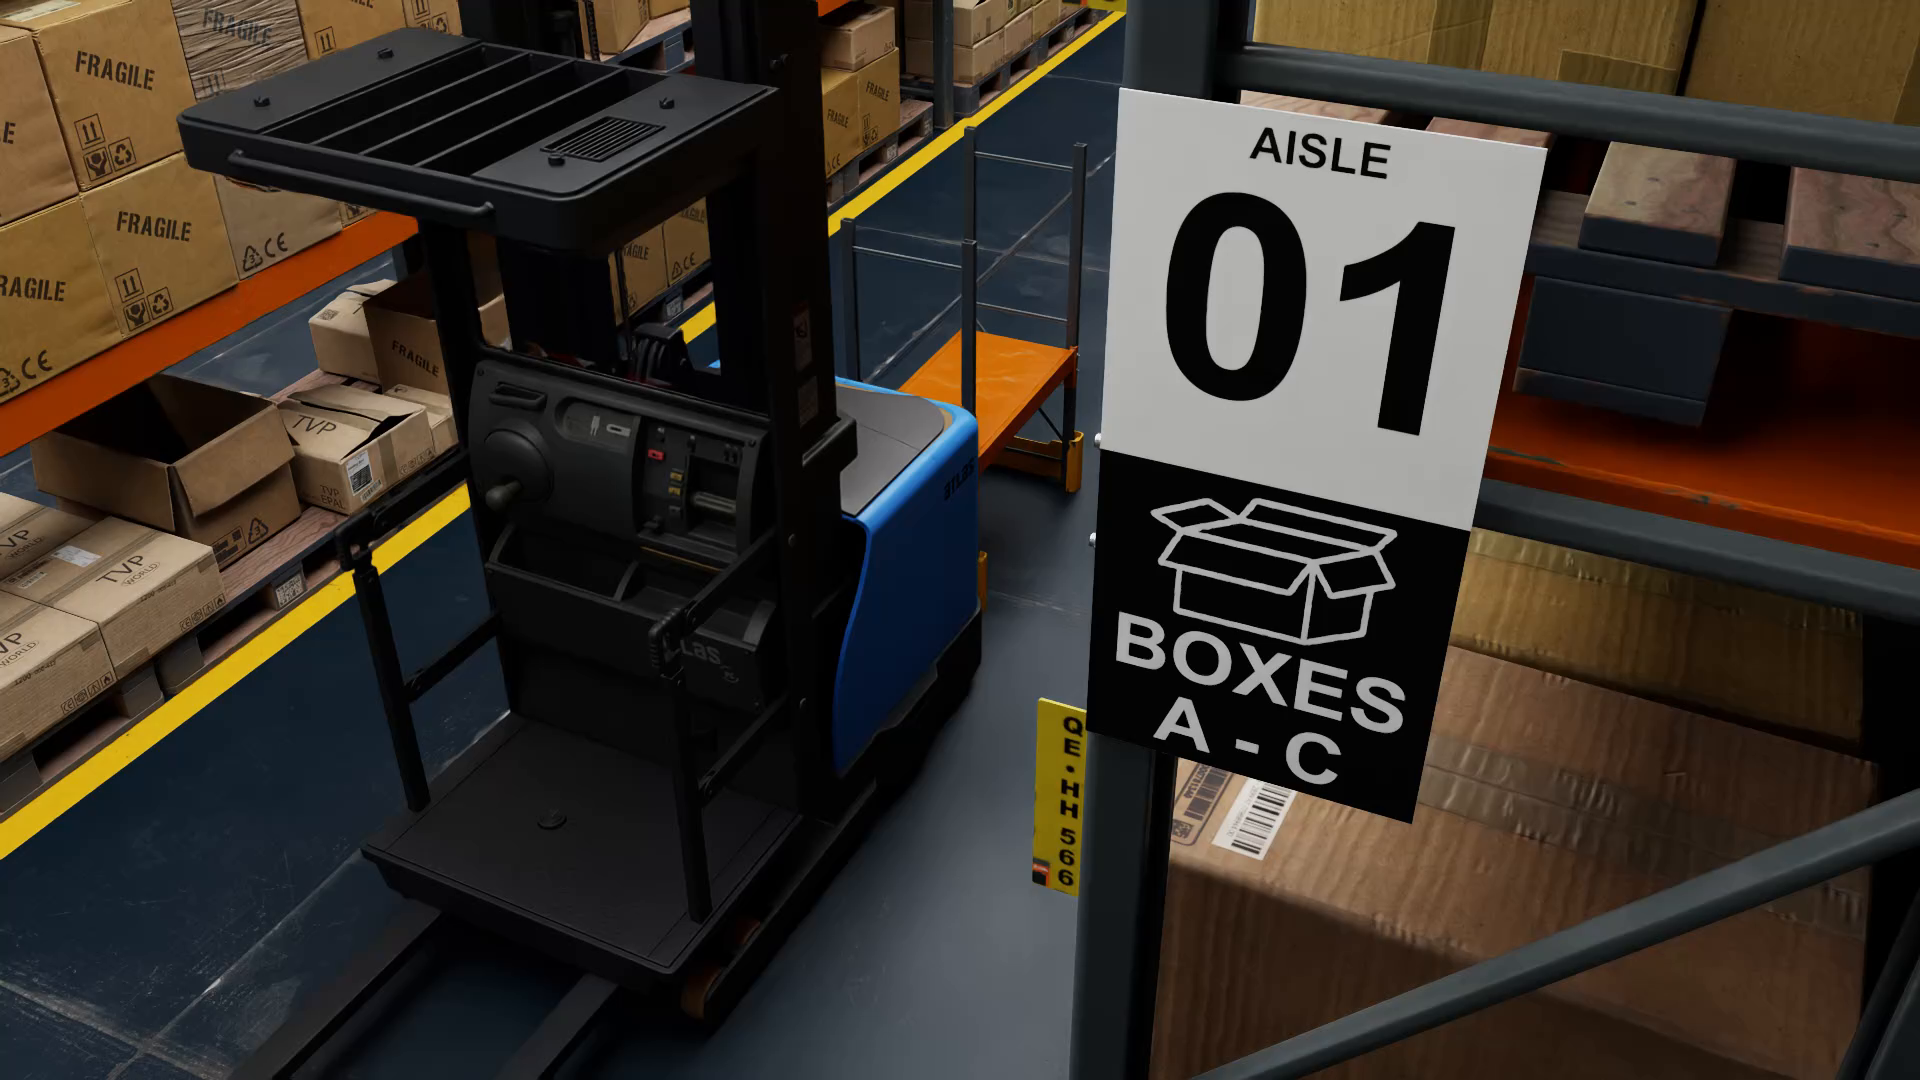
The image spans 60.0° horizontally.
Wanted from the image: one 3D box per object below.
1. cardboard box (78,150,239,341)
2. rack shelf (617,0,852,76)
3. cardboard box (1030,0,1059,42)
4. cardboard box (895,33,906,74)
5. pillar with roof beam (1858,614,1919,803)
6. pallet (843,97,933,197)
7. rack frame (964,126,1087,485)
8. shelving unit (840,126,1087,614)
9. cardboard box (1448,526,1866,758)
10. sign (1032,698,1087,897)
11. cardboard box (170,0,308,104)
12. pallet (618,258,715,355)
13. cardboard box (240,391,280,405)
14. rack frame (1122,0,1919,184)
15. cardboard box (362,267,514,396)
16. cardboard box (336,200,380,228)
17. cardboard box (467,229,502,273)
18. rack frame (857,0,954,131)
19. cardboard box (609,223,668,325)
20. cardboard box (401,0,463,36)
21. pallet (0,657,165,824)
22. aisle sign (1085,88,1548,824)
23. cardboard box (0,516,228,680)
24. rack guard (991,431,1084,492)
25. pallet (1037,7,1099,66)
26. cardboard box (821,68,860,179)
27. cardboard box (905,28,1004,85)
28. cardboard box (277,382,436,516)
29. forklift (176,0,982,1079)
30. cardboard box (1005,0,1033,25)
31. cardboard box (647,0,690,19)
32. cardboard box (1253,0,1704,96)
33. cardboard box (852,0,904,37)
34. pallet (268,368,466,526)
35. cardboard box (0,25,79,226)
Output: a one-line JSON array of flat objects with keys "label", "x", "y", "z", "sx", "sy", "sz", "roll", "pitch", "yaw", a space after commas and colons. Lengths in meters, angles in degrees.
[{"label": "cardboard box", "x": -2.808, "y": -1.028, "z": 5.491, "sx": 0.500, "sy": 0.500, "sz": 0.500, "roll": 15, "pitch": 36, "yaw": 21}, {"label": "rack shelf", "x": -1.357, "y": -2.757, "z": 8.875, "sx": 1.077, "sy": 0.370, "sz": 4.000, "roll": 14, "pitch": 36, "yaw": 20}, {"label": "cardboard box", "x": 0.387, "y": -3.784, "z": 11.910, "sx": 0.500, "sy": 0.250, "sz": 0.500, "roll": 13, "pitch": 36, "yaw": 19}, {"label": "cardboard box", "x": -0.522, "y": -3.397, "z": 11.320, "sx": 0.500, "sy": 0.250, "sz": 0.500, "roll": 15, "pitch": 36, "yaw": 22}, {"label": "pillar with roof beam", "x": -1.110, "y": -3.876, "z": 4.455, "sx": 9.100, "sy": 9.000, "sz": 0.400, "roll": 14, "pitch": 36, "yaw": 20}, {"label": "pallet", "x": -0.867, "y": -2.524, "z": 10.407, "sx": 1.003, "sy": 0.211, "sz": 1.213, "roll": 14, "pitch": 36, "yaw": 20}, {"label": "rack frame", "x": 0.248, "y": -0.923, "z": 6.790, "sx": 0.500, "sy": 1.500, "sz": 0.032, "roll": 14, "pitch": 36, "yaw": 20}, {"label": "shelving unit", "x": 0.032, "y": -0.665, "z": 6.397, "sx": 0.587, "sy": 1.500, "sz": 1.083, "roll": 14, "pitch": 36, "yaw": 20}, {"label": "cardboard box", "x": 1.132, "y": 0.319, "z": 3.255, "sx": 0.980, "sy": 0.700, "sz": 0.700, "roll": 14, "pitch": 36, "yaw": 20}, {"label": "sign", "x": 0.147, "y": 0.351, "z": 2.208, "sx": 0.100, "sy": 0.325, "sz": 0.005, "roll": 14, "pitch": 36, "yaw": 20}, {"label": "cardboard box", "x": -2.593, "y": -1.704, "z": 5.609, "sx": 0.500, "sy": 0.500, "sz": 0.500, "roll": 14, "pitch": 36, "yaw": 21}, {"label": "pallet", "x": -1.888, "y": -1.309, "z": 8.554, "sx": 1.003, "sy": 0.211, "sz": 1.213, "roll": 14, "pitch": 36, "yaw": 20}, {"label": "cardboard box", "x": -2.919, "y": -0.468, "z": 6.911, "sx": 0.380, "sy": 0.166, "sz": 0.250, "roll": 14, "pitch": 36, "yaw": 20}, {"label": "rack frame", "x": 0.634, "y": -1.444, "z": 0.745, "sx": 1.000, "sy": 3.000, "sz": 0.127, "roll": 14, "pitch": 36, "yaw": 20}, {"label": "cardboard box", "x": -2.175, "y": -0.851, "z": 7.191, "sx": 0.500, "sy": 0.500, "sz": 0.500, "roll": 14, "pitch": 36, "yaw": 20}, {"label": "cardboard box", "x": -2.384, "y": -1.538, "z": 6.270, "sx": 0.500, "sy": 0.500, "sz": 0.500, "roll": 15, "pitch": 36, "yaw": 22}, {"label": "cardboard box", "x": -2.248, "y": -1.512, "z": 8.198, "sx": 0.500, "sy": 0.500, "sz": 0.500, "roll": 14, "pitch": 36, "yaw": 20}, {"label": "rack frame", "x": -0.520, "y": -4.054, "z": 10.197, "sx": 1.000, "sy": 3.000, "sz": 0.127, "roll": 14, "pitch": 36, "yaw": 20}, {"label": "cardboard box", "x": -1.770, "y": -1.385, "z": 8.005, "sx": 0.500, "sy": 0.500, "sz": 0.500, "roll": 13, "pitch": 35, "yaw": 18}, {"label": "cardboard box", "x": -2.170, "y": -2.210, "z": 6.382, "sx": 0.500, "sy": 0.500, "sz": 0.500, "roll": 14, "pitch": 36, "yaw": 21}, {"label": "pallet", "x": -3.503, "y": 0.662, "z": 5.549, "sx": 1.003, "sy": 0.211, "sz": 1.213, "roll": 14, "pitch": 36, "yaw": 20}, {"label": "aisle sign", "x": 0.331, "y": -0.055, "z": 1.727, "sx": 0.394, "sy": 0.787, "sz": 0.004, "roll": 14, "pitch": 36, "yaw": 20}, {"label": "cardboard box", "x": -2.964, "y": 0.193, "z": 5.827, "sx": 0.500, "sy": 0.250, "sz": 0.500, "roll": 14, "pitch": 36, "yaw": 20}, {"label": "rack guard", "x": 0.240, "y": -0.391, "z": 7.118, "sx": 0.587, "sy": 0.250, "sz": 0.087, "roll": 14, "pitch": 36, "yaw": 20}, {"label": "pallet", "x": 0.371, "y": -3.894, "z": 12.496, "sx": 1.003, "sy": 0.211, "sz": 1.213, "roll": 14, "pitch": 36, "yaw": 20}, {"label": "cardboard box", "x": -0.915, "y": -2.415, "z": 9.576, "sx": 0.500, "sy": 0.500, "sz": 0.500, "roll": 13, "pitch": 35, "yaw": 19}, {"label": "cardboard box", "x": -0.034, "y": -3.273, "z": 11.131, "sx": 0.500, "sy": 0.250, "sz": 0.500, "roll": 14, "pitch": 36, "yaw": 20}, {"label": "cardboard box", "x": -2.488, "y": -0.399, "z": 6.673, "sx": 0.500, "sy": 0.311, "sz": 0.500, "roll": 14, "pitch": 36, "yaw": 20}, {"label": "forklift", "x": -1.031, "y": -0.151, "z": 4.307, "sx": 1.130, "sy": 2.935, "sz": 3.031, "roll": 15, "pitch": 36, "yaw": 22}, {"label": "cardboard box", "x": 0.178, "y": -3.771, "z": 11.379, "sx": 0.500, "sy": 0.311, "sz": 0.500, "roll": 13, "pitch": 36, "yaw": 19}, {"label": "cardboard box", "x": -1.562, "y": -2.821, "z": 7.842, "sx": 0.700, "sy": 0.500, "sz": 0.500, "roll": 20, "pitch": 38, "yaw": 28}, {"label": "cardboard box", "x": 0.699, "y": -0.770, "z": 2.115, "sx": 0.500, "sy": 0.250, "sz": 0.500, "roll": 15, "pitch": 36, "yaw": 22}, {"label": "cardboard box", "x": -0.525, "y": -3.631, "z": 11.166, "sx": 0.500, "sy": 0.311, "sz": 0.500, "roll": 15, "pitch": 36, "yaw": 22}, {"label": "pallet", "x": -2.482, "y": -0.554, "z": 7.402, "sx": 1.003, "sy": 0.211, "sz": 1.213, "roll": 14, "pitch": 36, "yaw": 20}, {"label": "cardboard box", "x": -3.017, "y": -1.200, "z": 4.841, "sx": 0.500, "sy": 0.500, "sz": 0.500, "roll": 15, "pitch": 36, "yaw": 21}]
